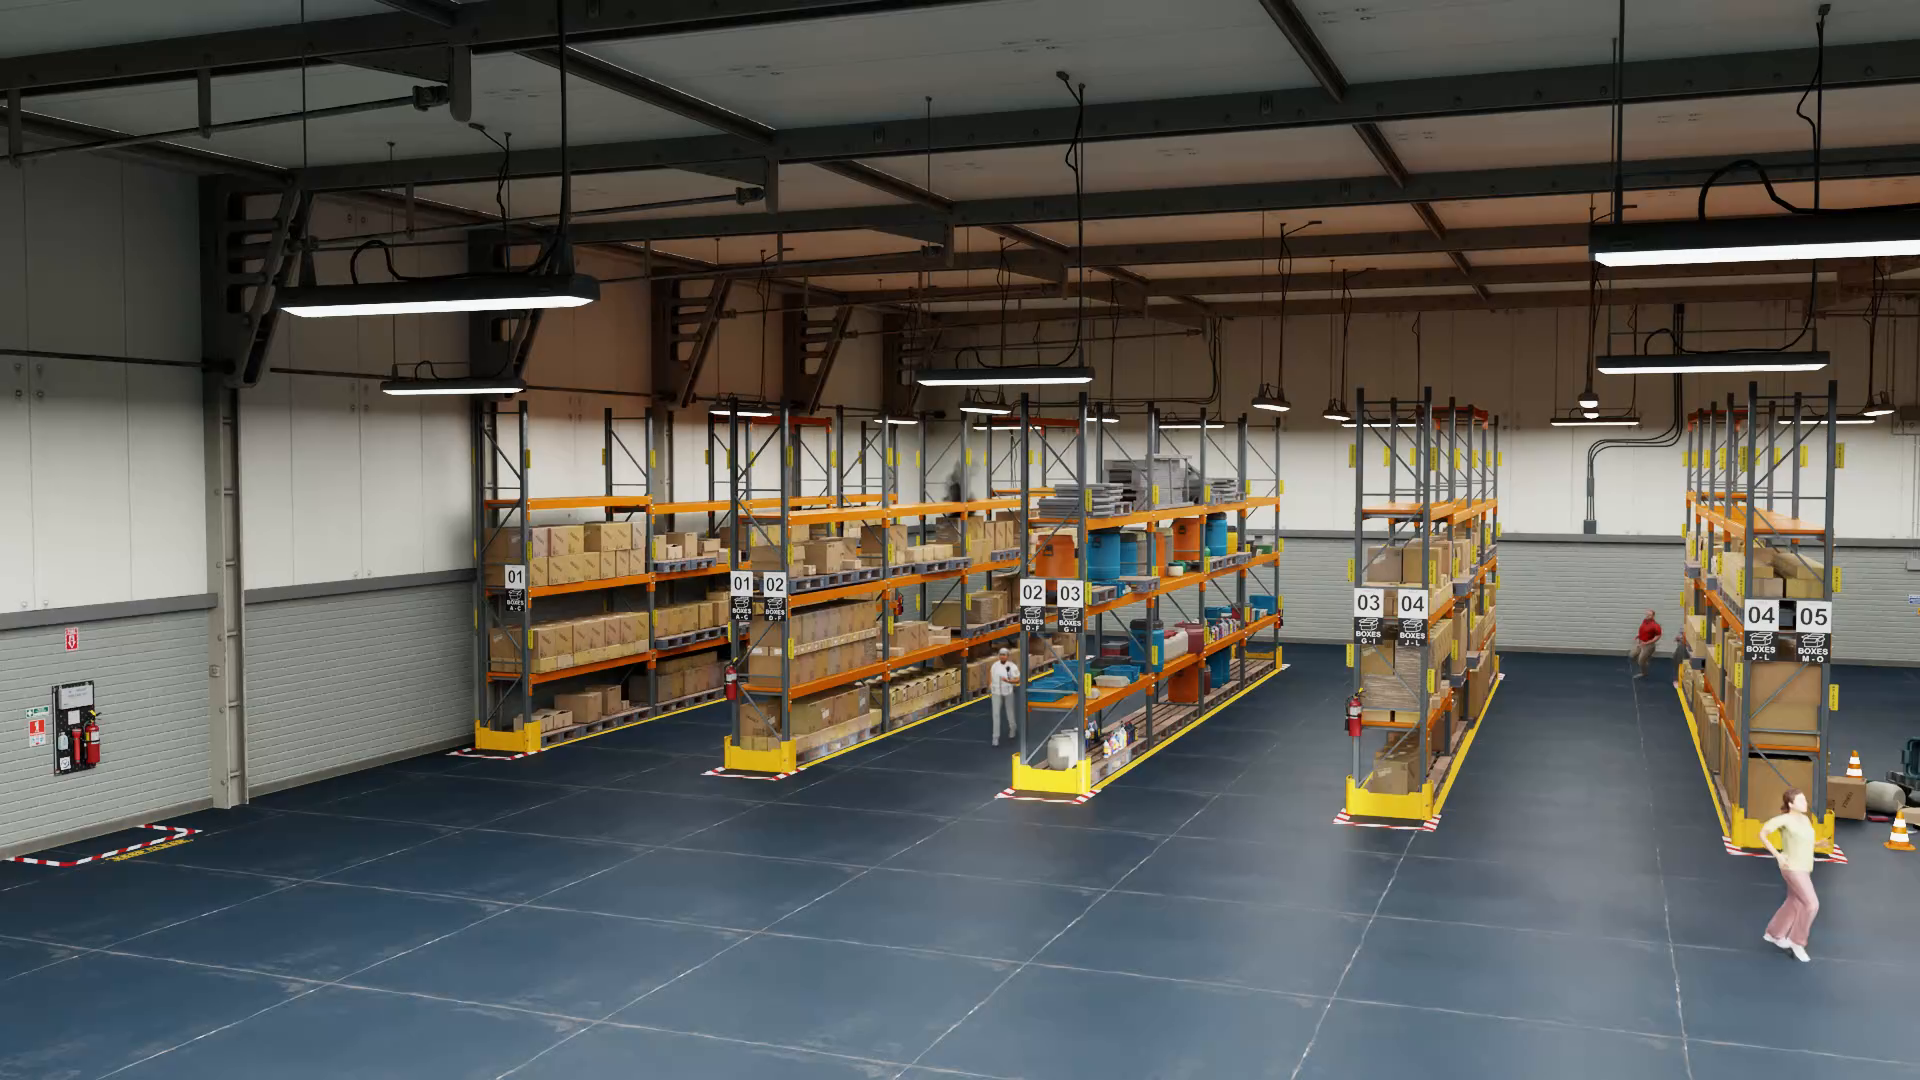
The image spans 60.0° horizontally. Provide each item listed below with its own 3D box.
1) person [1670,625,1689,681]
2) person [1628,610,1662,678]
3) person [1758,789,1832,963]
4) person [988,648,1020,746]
[{"bbox_3d":[16.329,2.387,37.419,0.617,1.606,0.632,1,3,11],"label":"person"},{"bbox_3d":[15.519,2.366,37.719,0.516,1.604,0.843,0,3,-10],"label":"person"},{"bbox_3d":[8.403,3.354,16.725,0.557,1.711,0.664,-2,3,-34],"label":"person"},{"bbox_3d":[0.766,2.727,29.268,0.603,1.661,0.921,1,3,13],"label":"person"}]
